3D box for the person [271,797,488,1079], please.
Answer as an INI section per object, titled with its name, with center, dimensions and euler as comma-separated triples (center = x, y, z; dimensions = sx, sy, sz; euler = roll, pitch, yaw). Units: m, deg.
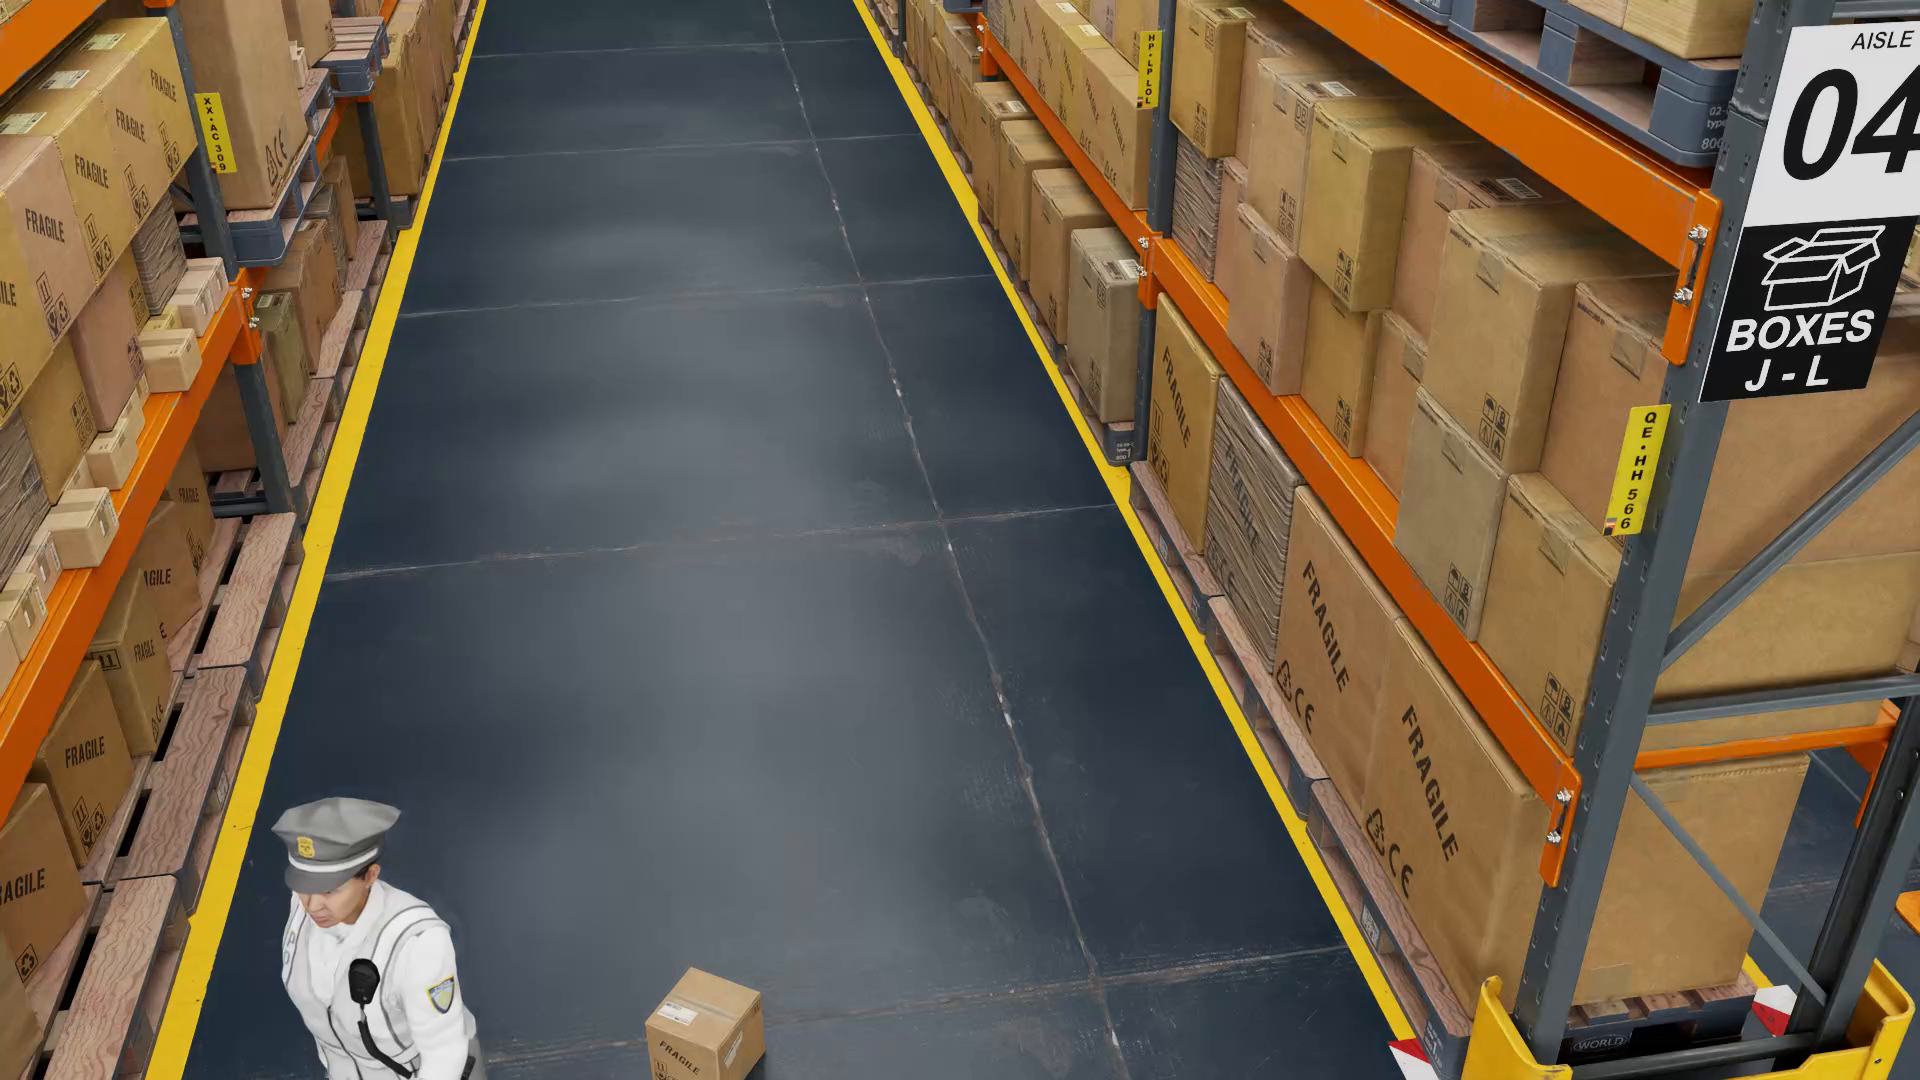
[person]
center = -1.378, 1.287, 3.968
dimensions = 0.555, 1.645, 0.947
euler = 10, 32, 17
